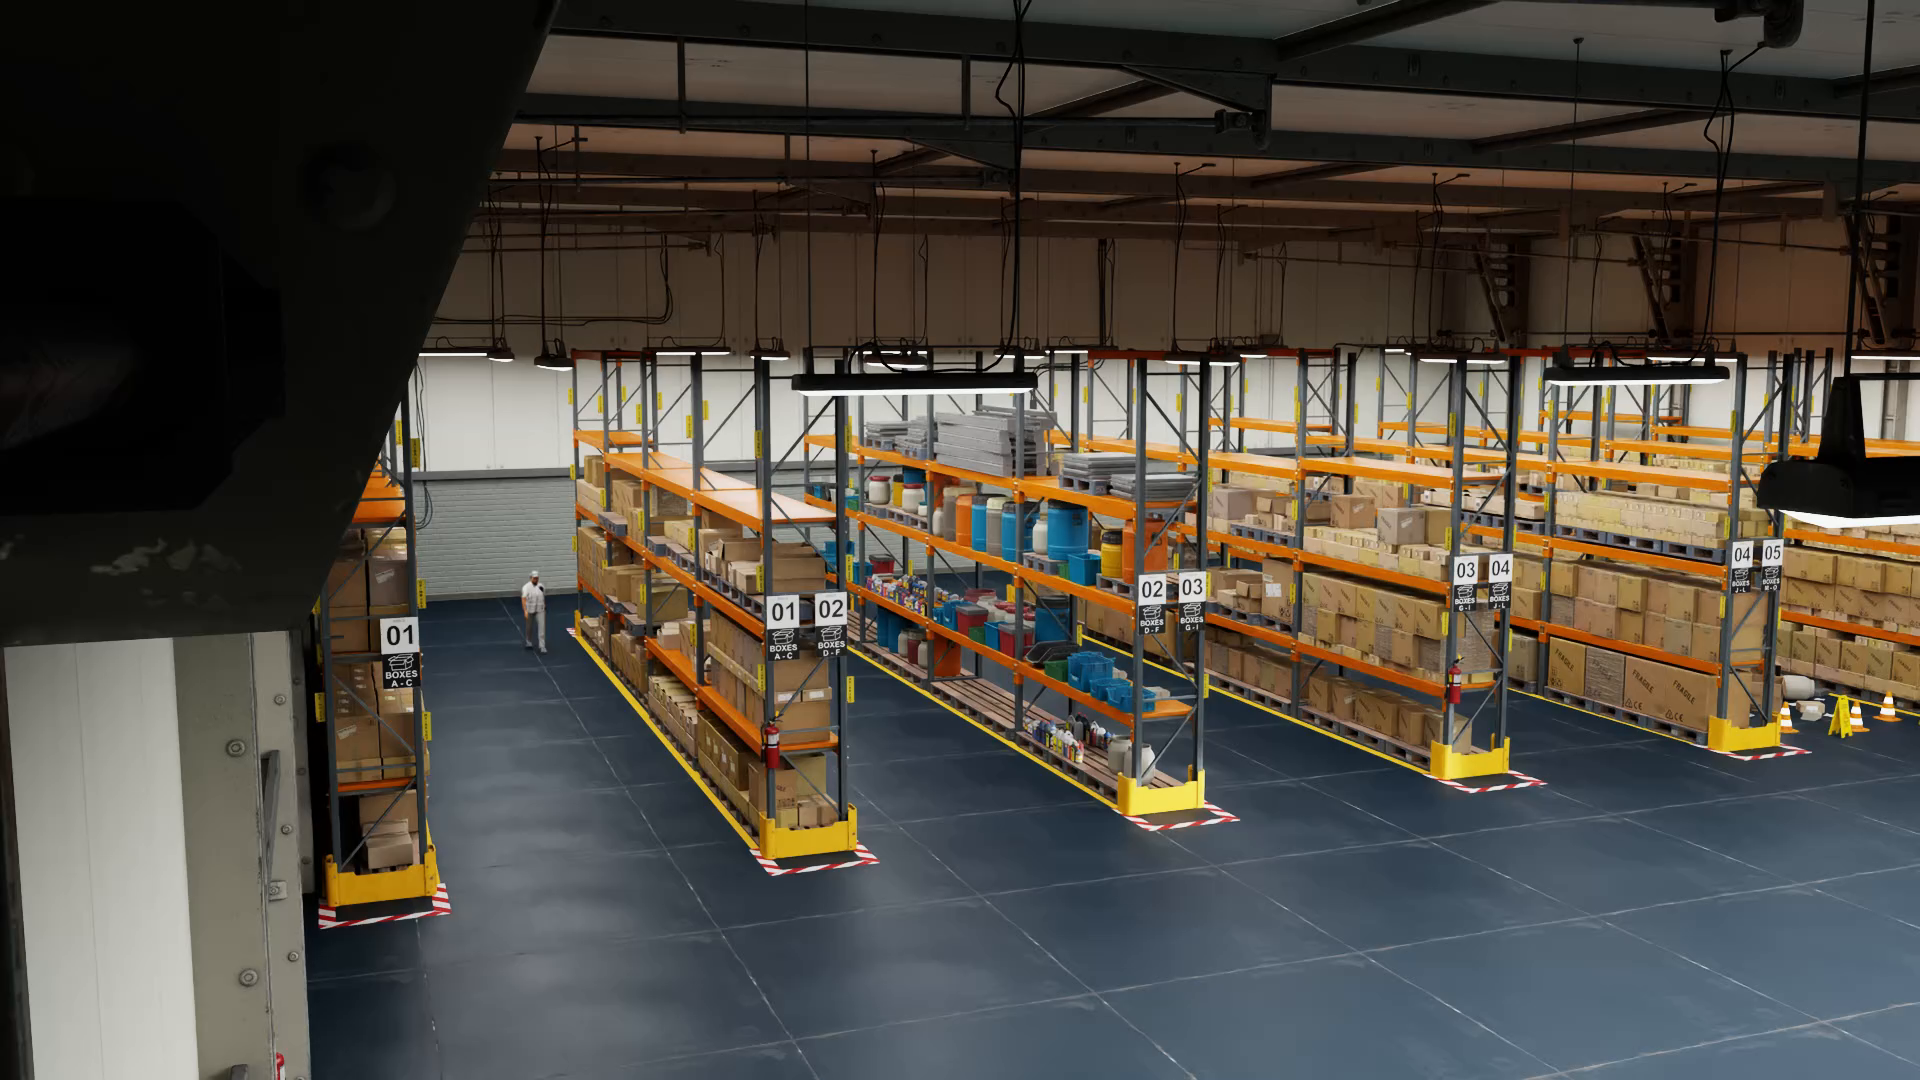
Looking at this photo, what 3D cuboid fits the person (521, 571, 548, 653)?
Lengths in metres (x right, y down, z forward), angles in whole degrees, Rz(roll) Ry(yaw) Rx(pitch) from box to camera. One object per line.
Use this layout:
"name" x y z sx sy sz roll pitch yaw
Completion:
"person" -8.481 1.411 33.115 0.493 1.601 1.053 -3 8 -22
